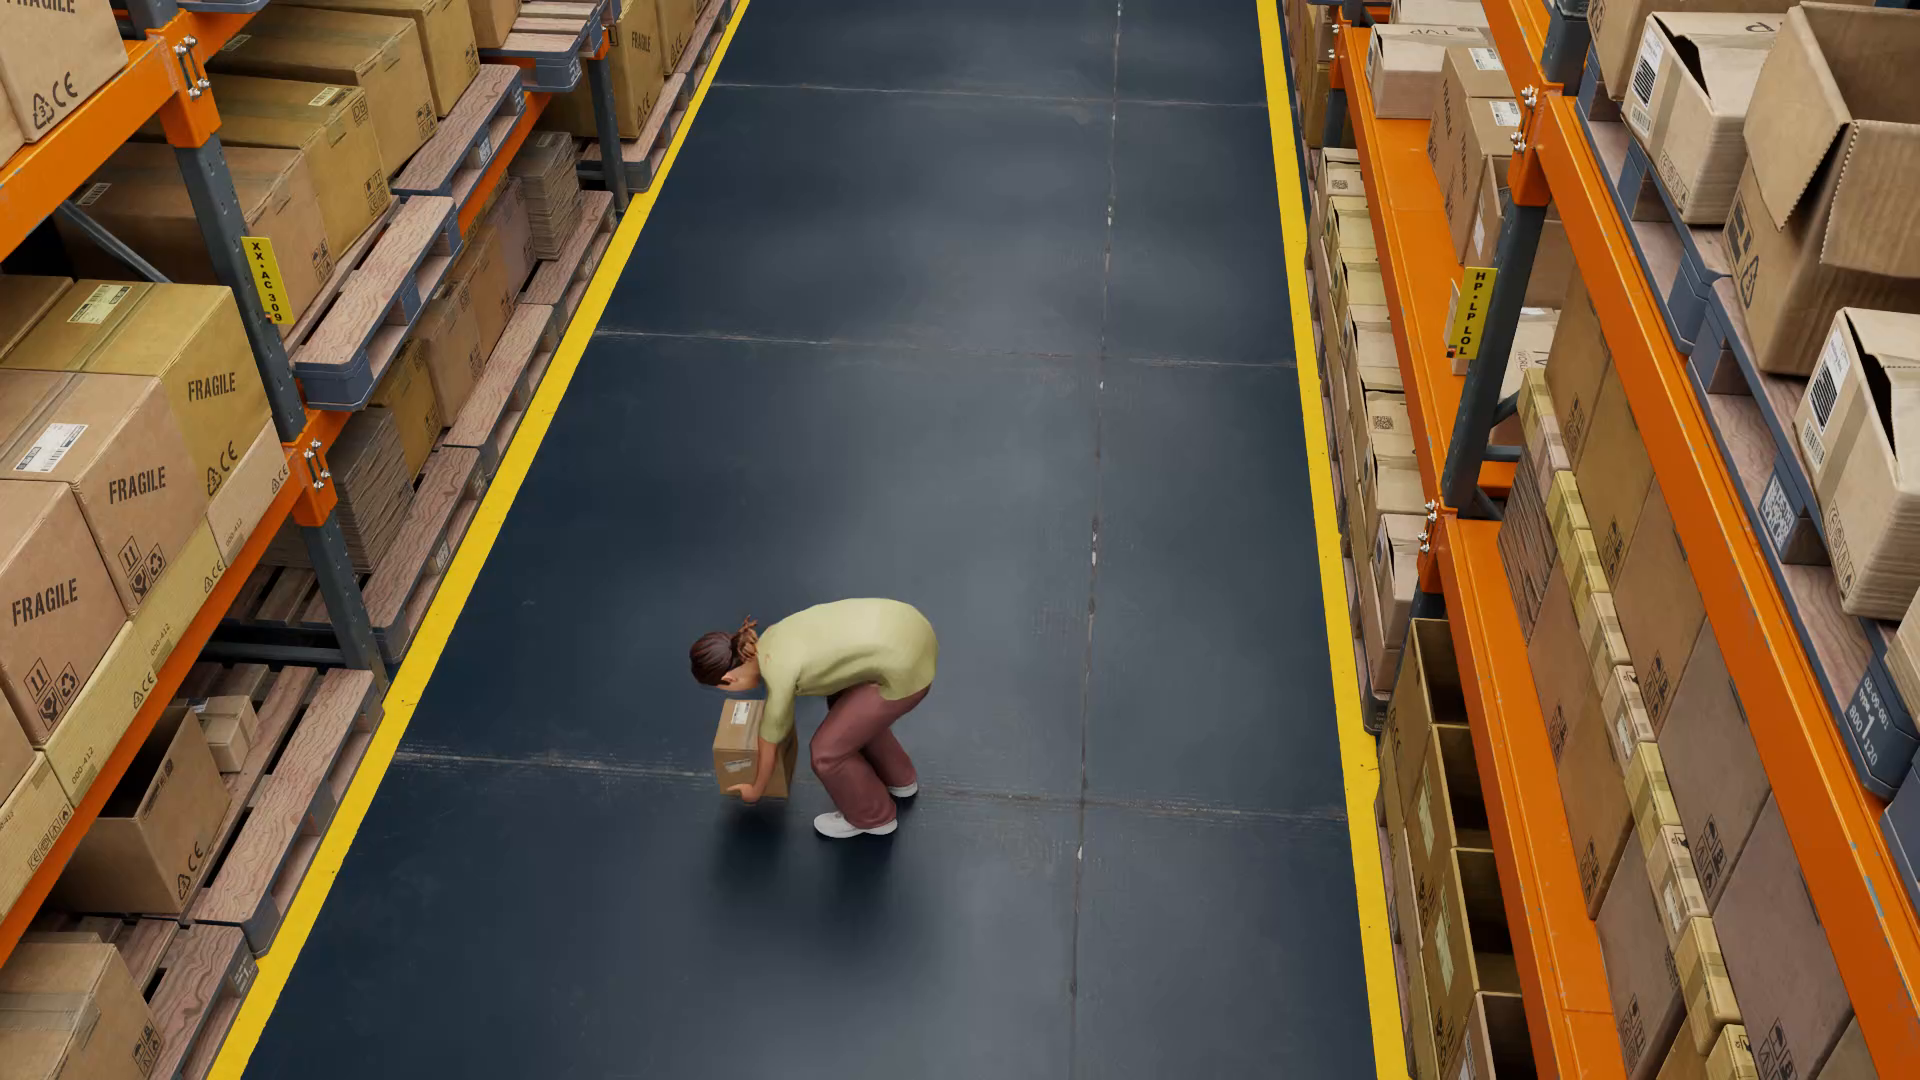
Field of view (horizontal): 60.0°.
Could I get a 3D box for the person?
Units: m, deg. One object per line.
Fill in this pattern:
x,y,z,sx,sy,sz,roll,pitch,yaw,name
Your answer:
-0.506,0.629,5.947,0.863,0.985,0.439,2,40,2,person
